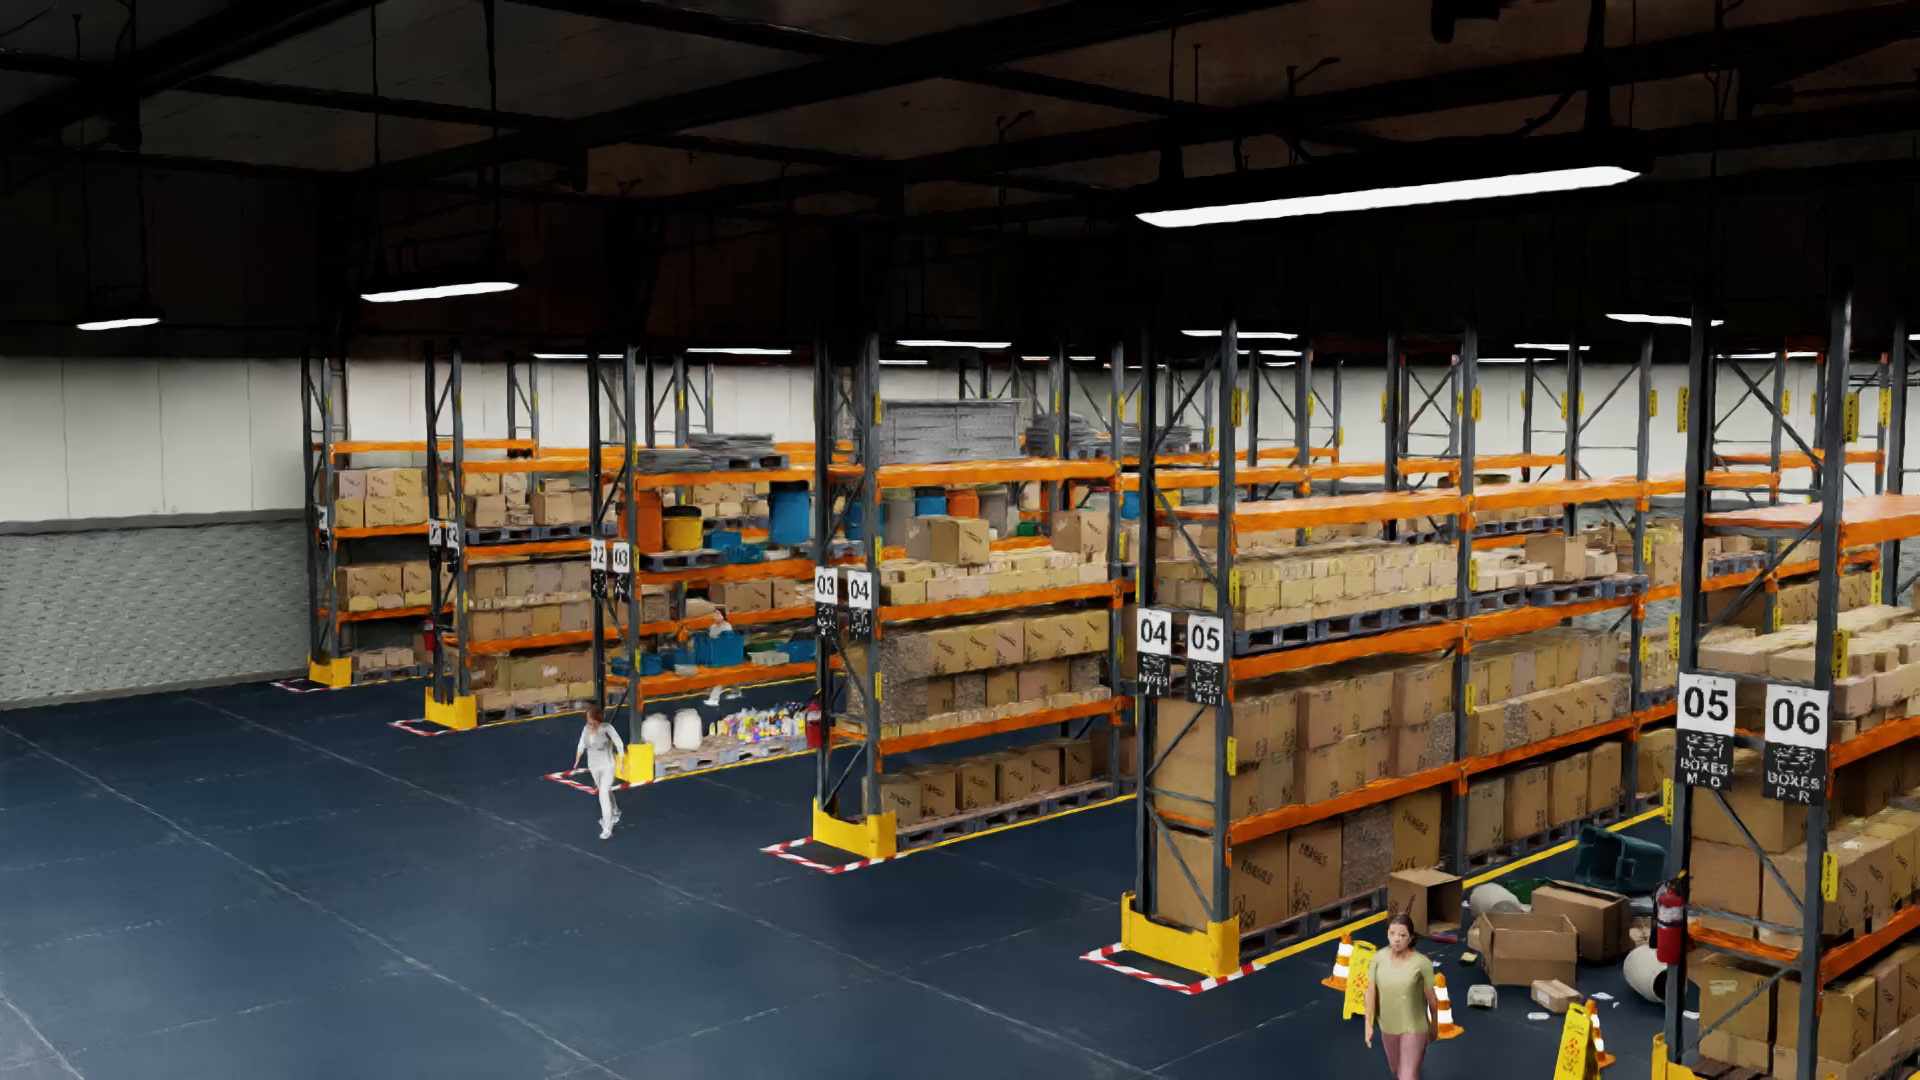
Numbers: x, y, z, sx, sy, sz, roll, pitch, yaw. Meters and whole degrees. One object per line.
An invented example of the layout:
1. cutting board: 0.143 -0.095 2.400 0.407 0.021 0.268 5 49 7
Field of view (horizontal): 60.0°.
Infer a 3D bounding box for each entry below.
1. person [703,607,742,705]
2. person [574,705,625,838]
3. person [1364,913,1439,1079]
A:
1. person: -3.995 1.910 27.741 0.444 1.604 1.016 4 7 40
2. person: -4.190 2.669 19.564 0.552 1.525 0.777 3 6 28
3. person: 3.008 3.468 11.432 0.446 1.360 1.016 4 6 39
